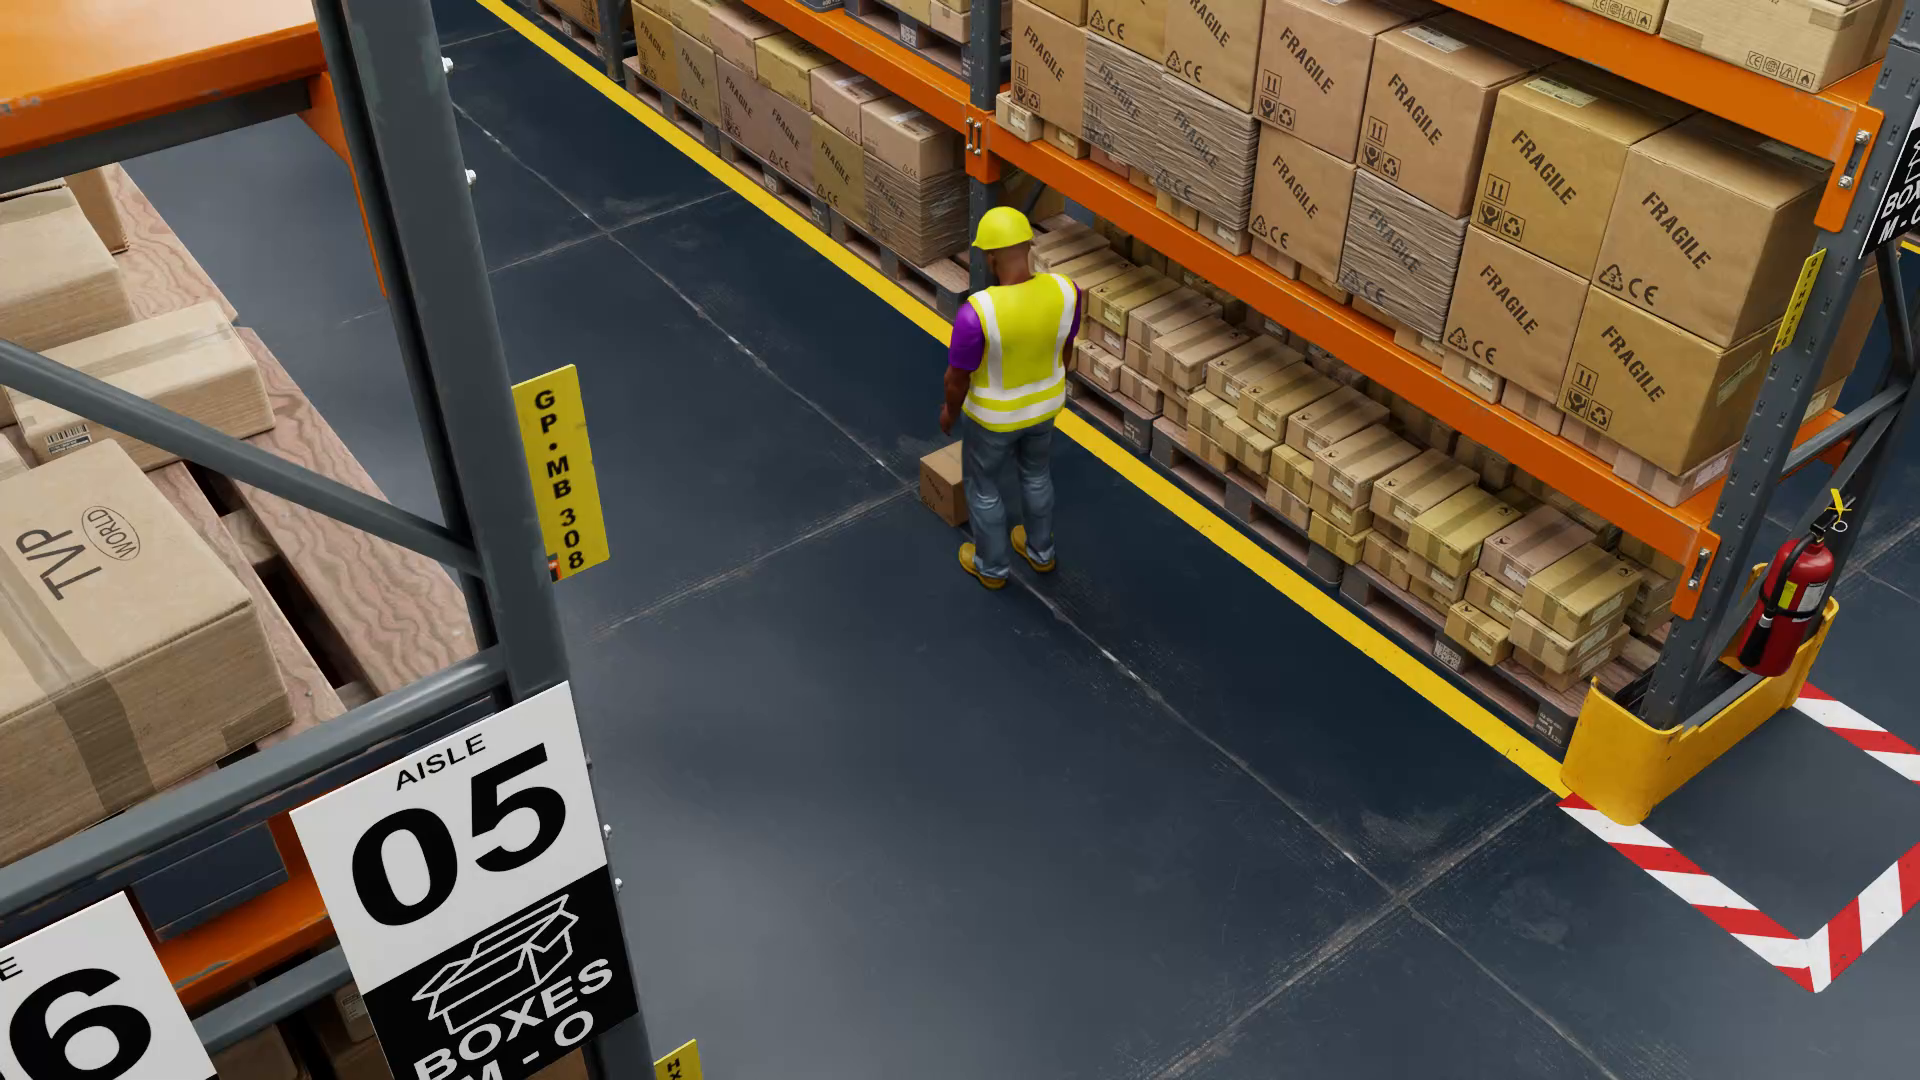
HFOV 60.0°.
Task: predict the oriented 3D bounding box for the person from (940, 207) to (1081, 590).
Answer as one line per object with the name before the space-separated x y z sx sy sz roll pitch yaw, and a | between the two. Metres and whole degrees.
person | 0.193 -0.556 6.809 0.573 1.751 0.384 -18 43 -20
